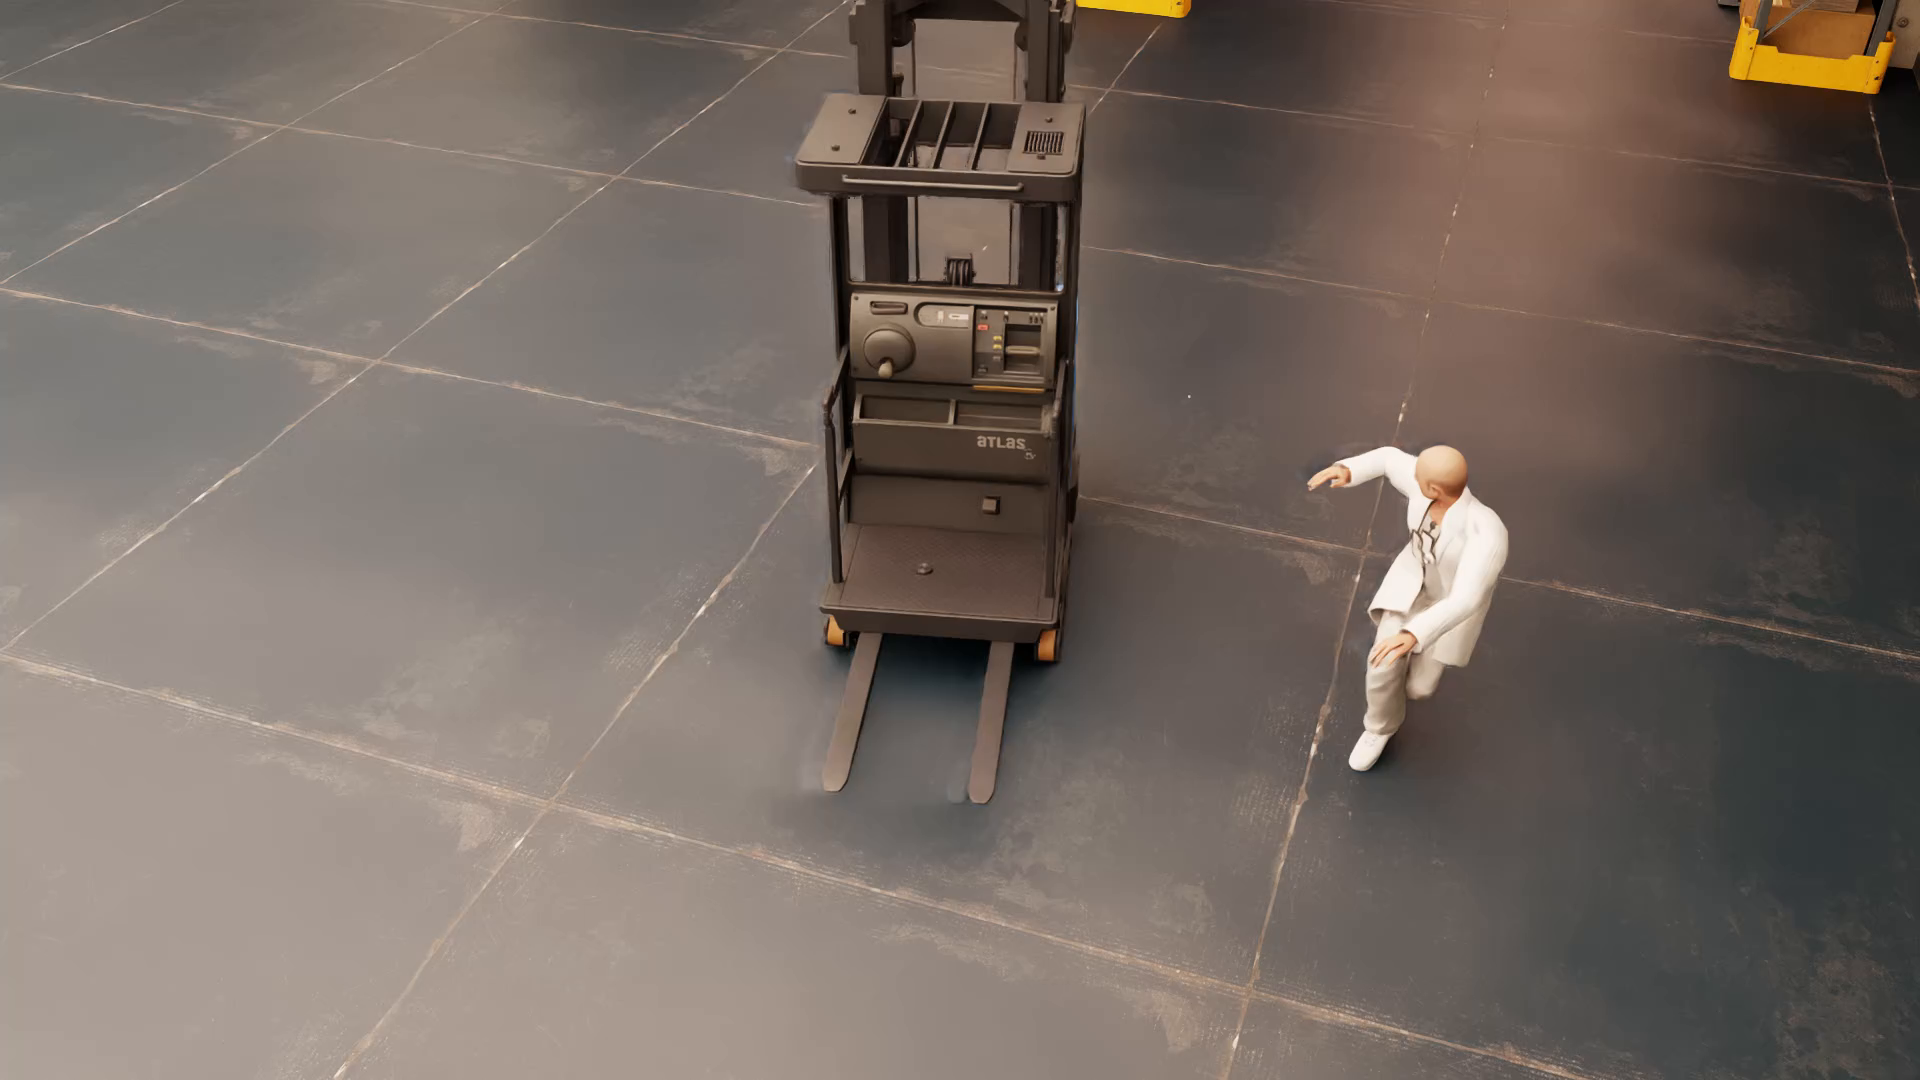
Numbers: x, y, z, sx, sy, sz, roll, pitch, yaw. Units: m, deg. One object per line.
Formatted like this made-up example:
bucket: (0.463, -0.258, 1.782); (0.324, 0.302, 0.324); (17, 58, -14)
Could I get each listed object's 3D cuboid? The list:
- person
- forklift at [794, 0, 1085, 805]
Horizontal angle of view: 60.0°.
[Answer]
person: (1.789, 0.266, 6.960); (0.854, 1.517, 1.166); (24, 42, 30)
forklift: (-0.052, -0.835, 7.289); (1.130, 2.935, 3.031); (4, 36, 5)
